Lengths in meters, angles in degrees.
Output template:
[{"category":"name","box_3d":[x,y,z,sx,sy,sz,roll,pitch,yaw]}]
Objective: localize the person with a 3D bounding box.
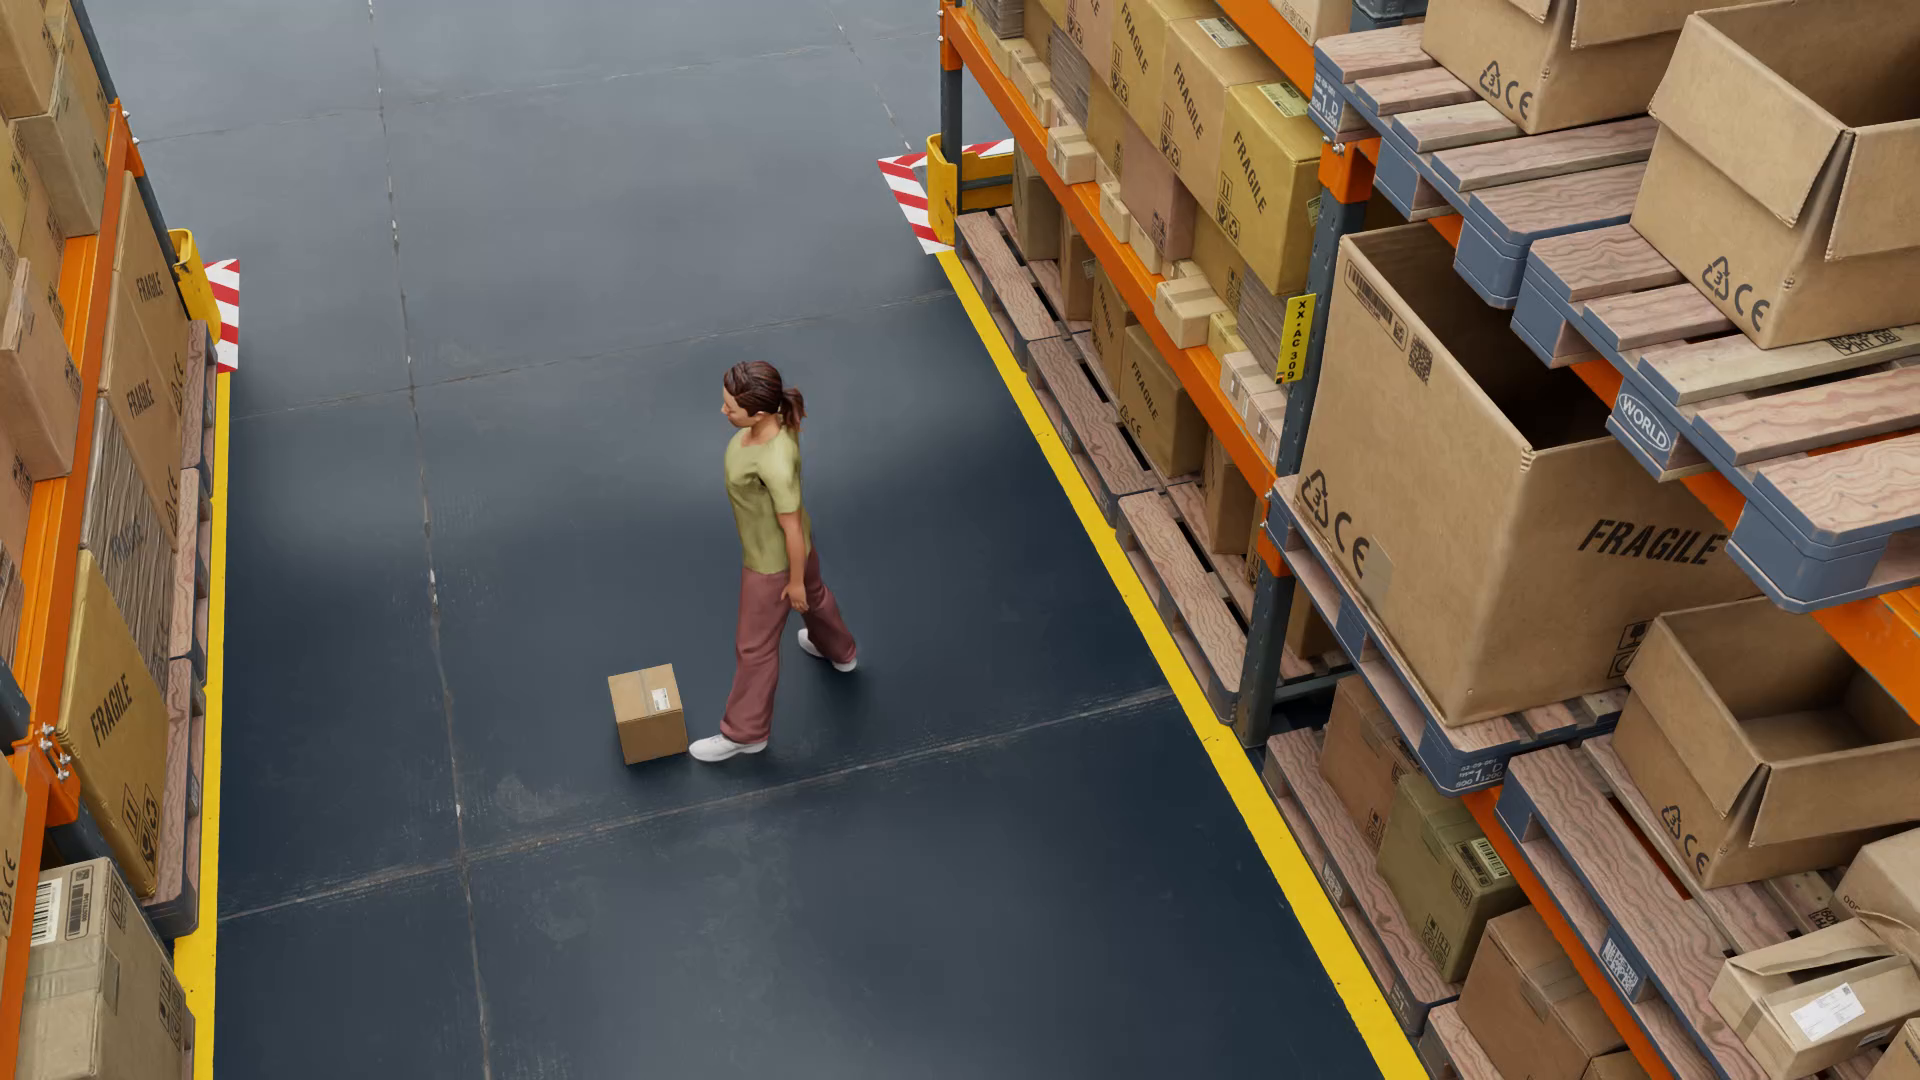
[{"category":"person","box_3d":[-0.737,0.024,6.126,0.669,1.654,0.683,-4,43,-4]}]
